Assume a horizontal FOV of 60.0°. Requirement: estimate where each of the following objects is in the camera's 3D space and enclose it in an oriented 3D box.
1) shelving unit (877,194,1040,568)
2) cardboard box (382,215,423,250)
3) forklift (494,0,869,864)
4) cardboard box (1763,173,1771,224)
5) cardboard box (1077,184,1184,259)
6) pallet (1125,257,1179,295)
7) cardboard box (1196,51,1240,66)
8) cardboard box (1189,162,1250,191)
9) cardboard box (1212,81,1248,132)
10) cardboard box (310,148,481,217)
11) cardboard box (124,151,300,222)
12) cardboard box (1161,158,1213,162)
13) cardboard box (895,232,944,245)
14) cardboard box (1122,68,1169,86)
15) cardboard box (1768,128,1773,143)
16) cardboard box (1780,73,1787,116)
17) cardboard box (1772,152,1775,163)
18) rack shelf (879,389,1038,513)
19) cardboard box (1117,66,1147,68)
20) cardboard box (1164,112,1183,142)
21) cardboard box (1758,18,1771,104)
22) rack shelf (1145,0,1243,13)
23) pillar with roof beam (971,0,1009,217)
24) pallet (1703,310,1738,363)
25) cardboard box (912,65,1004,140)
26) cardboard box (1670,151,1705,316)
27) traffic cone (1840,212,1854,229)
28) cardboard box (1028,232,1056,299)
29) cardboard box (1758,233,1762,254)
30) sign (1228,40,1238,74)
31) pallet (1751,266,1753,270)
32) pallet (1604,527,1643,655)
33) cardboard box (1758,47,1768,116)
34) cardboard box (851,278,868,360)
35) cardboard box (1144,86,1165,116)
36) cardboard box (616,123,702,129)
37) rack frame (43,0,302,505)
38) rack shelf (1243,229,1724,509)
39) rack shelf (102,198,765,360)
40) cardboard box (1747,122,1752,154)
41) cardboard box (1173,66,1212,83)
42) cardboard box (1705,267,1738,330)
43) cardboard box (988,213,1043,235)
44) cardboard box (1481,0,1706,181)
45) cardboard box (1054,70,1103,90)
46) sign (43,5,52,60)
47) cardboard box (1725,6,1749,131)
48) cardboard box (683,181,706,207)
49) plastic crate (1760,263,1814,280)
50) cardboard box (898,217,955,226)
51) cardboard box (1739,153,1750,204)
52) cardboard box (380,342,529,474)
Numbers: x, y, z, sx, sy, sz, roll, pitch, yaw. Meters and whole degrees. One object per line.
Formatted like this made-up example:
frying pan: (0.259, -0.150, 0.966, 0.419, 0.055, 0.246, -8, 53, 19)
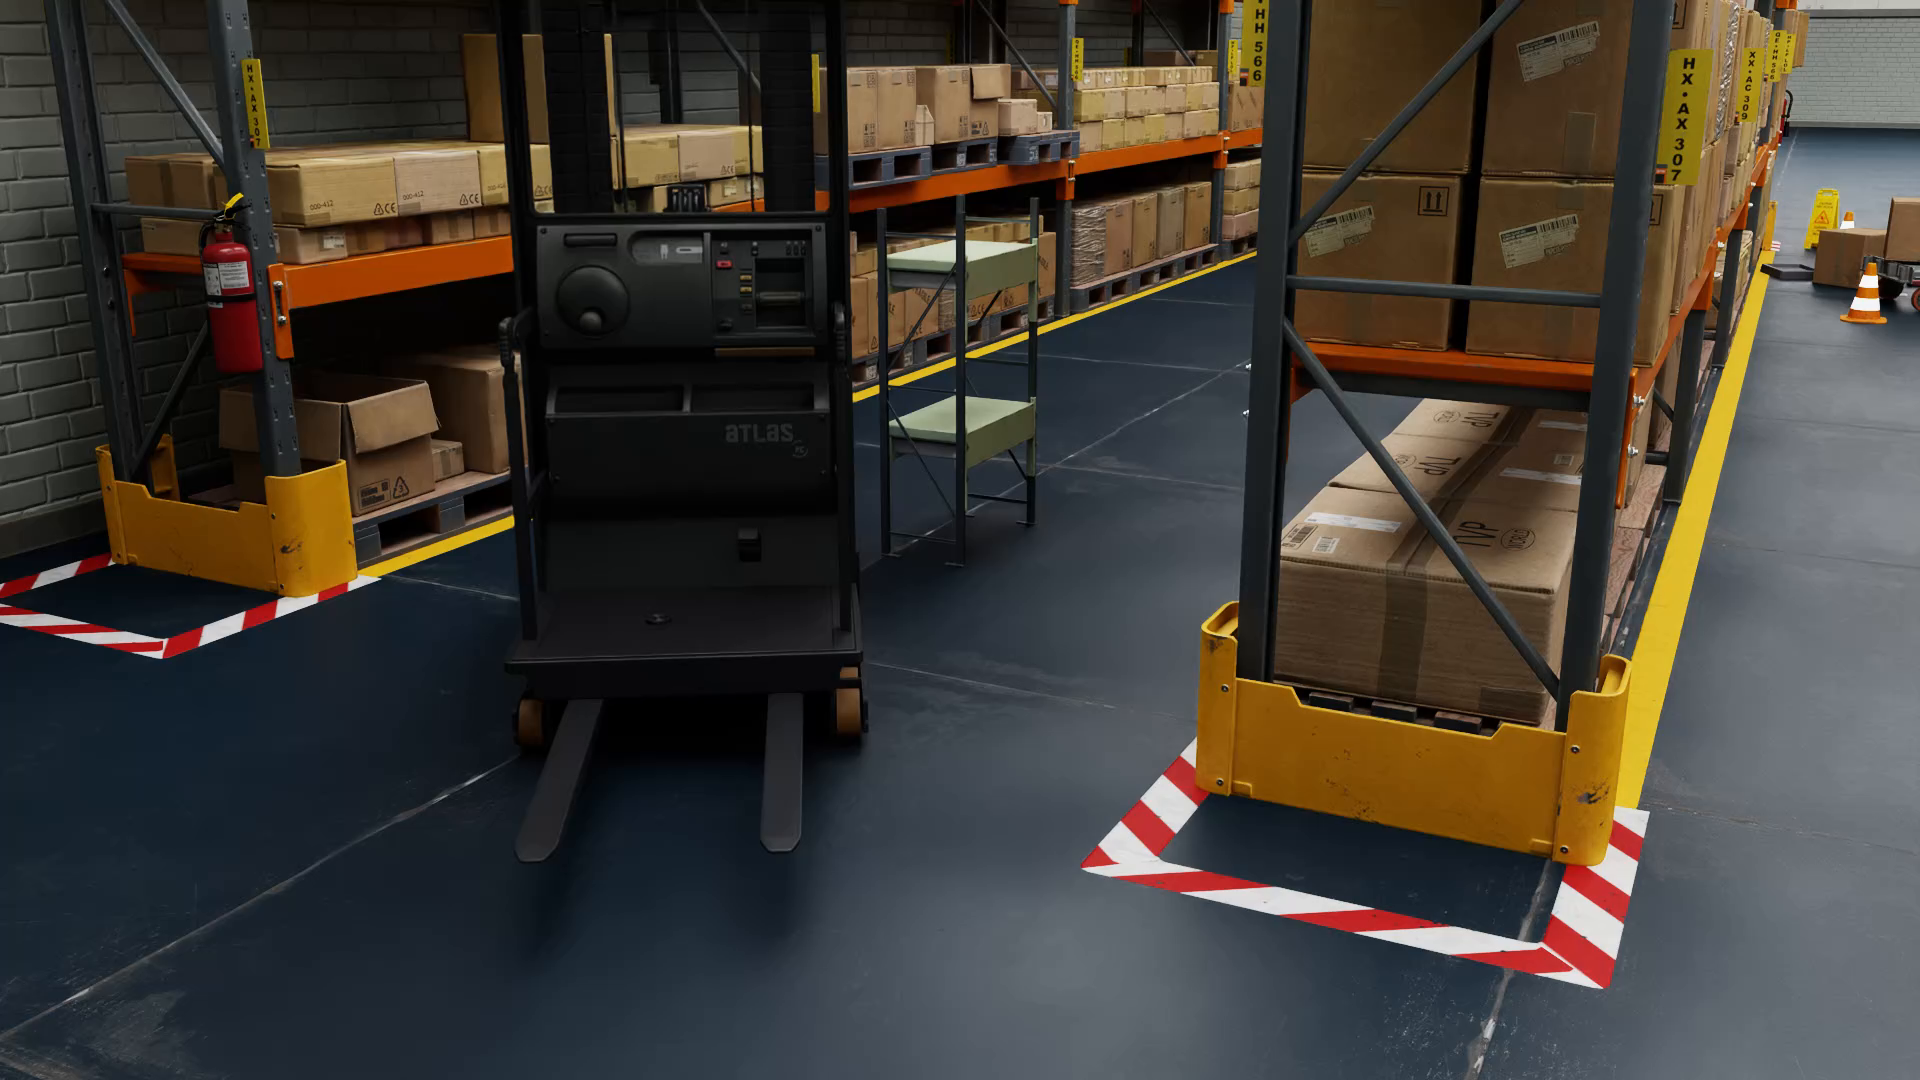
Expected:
shelving unit: (0.003, -0.721, 7.317, 0.431, 1.500, 0.755, 8, 18, 25)
cardboard box: (-2.592, -1.367, 7.299, 0.380, 0.149, 0.250, 8, 18, 25)
forklift: (-0.880, -0.839, 5.201, 1.130, 2.935, 3.031, -1, 17, -5)
cardboard box: (7.629, -3.351, 16.312, 0.500, 0.500, 0.500, 9, 19, 28)
cardboard box: (1.643, -3.085, 16.076, 0.875, 0.625, 0.625, 8, 18, 25)
pallet: (1.381, -2.512, 15.610, 1.003, 0.211, 1.213, 8, 18, 25)
cardboard box: (2.627, -4.898, 16.909, 0.380, 0.149, 0.250, 9, 19, 26)
cardboard box: (2.716, -3.799, 17.382, 0.500, 0.250, 0.500, 8, 18, 25)
cardboard box: (2.651, -4.481, 17.166, 0.500, 0.500, 0.500, 8, 18, 24)
cardboard box: (-2.474, -1.577, 7.306, 0.500, 0.250, 0.500, 8, 18, 26)
cardboard box: (-3.175, -1.518, 7.108, 0.500, 0.250, 0.500, 9, 19, 27)
cardboard box: (2.479, -3.997, 18.047, 0.500, 0.250, 0.500, 8, 18, 25)
cardboard box: (-0.335, -2.100, 11.839, 0.380, 0.149, 0.250, 8, 18, 26)
cardboard box: (1.672, -4.190, 15.048, 0.380, 0.149, 0.250, 8, 18, 24)
cardboard box: (7.089, -3.641, 14.958, 0.380, 0.149, 0.250, 8, 18, 25)
cardboard box: (8.225, -4.632, 17.152, 0.500, 0.500, 0.500, 8, 18, 25)
cardboard box: (8.105, -3.892, 16.995, 0.380, 0.149, 0.250, 8, 19, 26)
rack shelf: (0.003, -0.408, 7.409, 0.431, 0.370, 0.720, 8, 18, 25)
cardboard box: (1.704, -4.588, 16.388, 0.380, 0.149, 0.250, 7, 18, 24)
cardboard box: (1.759, -3.868, 15.543, 0.500, 0.250, 0.500, 8, 18, 26)
cardboard box: (4.655, -2.934, 10.203, 0.500, 0.500, 0.500, 8, 19, 26)
rack shelf: (3.113, -5.956, 18.303, 1.077, 0.370, 4.000, 8, 18, 25)
pillar with roof beam: (4.060, -6.109, 12.288, 9.100, 9.000, 0.400, 8, 18, 25)
pallet: (5.225, -1.566, 12.425, 1.003, 0.211, 1.213, 8, 18, 25)
cardboard box: (-0.132, -3.146, 11.928, 0.797, 0.503, 0.637, 8, 18, 24)
cardboard box: (2.215, -1.059, 5.647, 0.500, 0.500, 0.500, 8, 18, 25)
traffic cone: (9.411, -3.252, 17.659, 0.336, 0.463, 0.334, 8, 18, 25)
cardboard box: (0.435, -2.202, 13.323, 0.500, 0.500, 0.500, 9, 19, 27)
cardboard box: (7.395, -2.859, 15.974, 0.500, 0.250, 0.500, 9, 19, 28)
sign: (2.709, -4.804, 16.534, 0.100, 0.325, 0.005, 8, 18, 25)
pallet: (7.474, -2.873, 16.827, 1.003, 0.211, 1.213, 8, 18, 25)
pallet: (2.133, 0.148, 6.657, 1.003, 0.211, 1.213, 8, 18, 25)
cardboard box: (5.509, -3.314, 11.979, 0.500, 0.500, 0.500, 9, 19, 28)
cardboard box: (-0.938, -1.413, 10.666, 0.500, 0.500, 0.500, 9, 19, 28)
cardboard box: (1.529, -3.976, 15.027, 0.500, 0.250, 0.500, 8, 18, 26)
cardboard box: (-1.818, -2.294, 9.721, 0.500, 0.250, 0.500, 8, 18, 25)
rack frame: (-3.143, -1.296, 6.621, 1.000, 3.000, 0.127, 8, 18, 25)
rack shelf: (2.193, -0.830, 6.316, 1.077, 0.370, 4.000, 8, 18, 25)
rack shelf: (-2.249, -1.461, 8.439, 1.077, 0.370, 4.000, 8, 18, 25)
cardboard box: (4.217, -2.319, 9.450, 0.500, 0.250, 0.500, 7, 18, 24)
cardboard box: (2.265, -4.597, 16.417, 0.380, 0.149, 0.250, 9, 19, 27)
cardboard box: (5.136, -1.788, 12.153, 0.950, 0.372, 0.625, 7, 18, 22)
cardboard box: (0.438, -2.490, 13.153, 0.380, 0.149, 0.250, 7, 18, 23)
cardboard box: (1.769, -1.279, 4.631, 0.500, 0.500, 0.500, 8, 18, 24)
cardboard box: (0.956, -3.805, 13.752, 0.380, 0.149, 0.250, 9, 19, 27)
sign: (-3.630, -2.079, 6.666, 0.100, 0.325, 0.005, 8, 18, 25)
cardboard box: (3.123, -2.057, 7.249, 0.500, 0.500, 0.500, 8, 18, 25)
cardboard box: (-1.605, -1.880, 9.026, 0.380, 0.149, 0.250, 9, 19, 27)
plastic crate: (8.097, -2.618, 16.200, 0.402, 0.080, 0.583, 2, 17, 6)
cardboard box: (-0.262, -2.417, 12.908, 0.380, 0.149, 0.250, 8, 18, 26)
cardboard box: (4.224, -2.078, 9.516, 0.500, 0.250, 0.500, 8, 18, 24)
cardboard box: (-2.368, -0.656, 8.117, 0.700, 0.500, 0.500, 9, 19, 28)
